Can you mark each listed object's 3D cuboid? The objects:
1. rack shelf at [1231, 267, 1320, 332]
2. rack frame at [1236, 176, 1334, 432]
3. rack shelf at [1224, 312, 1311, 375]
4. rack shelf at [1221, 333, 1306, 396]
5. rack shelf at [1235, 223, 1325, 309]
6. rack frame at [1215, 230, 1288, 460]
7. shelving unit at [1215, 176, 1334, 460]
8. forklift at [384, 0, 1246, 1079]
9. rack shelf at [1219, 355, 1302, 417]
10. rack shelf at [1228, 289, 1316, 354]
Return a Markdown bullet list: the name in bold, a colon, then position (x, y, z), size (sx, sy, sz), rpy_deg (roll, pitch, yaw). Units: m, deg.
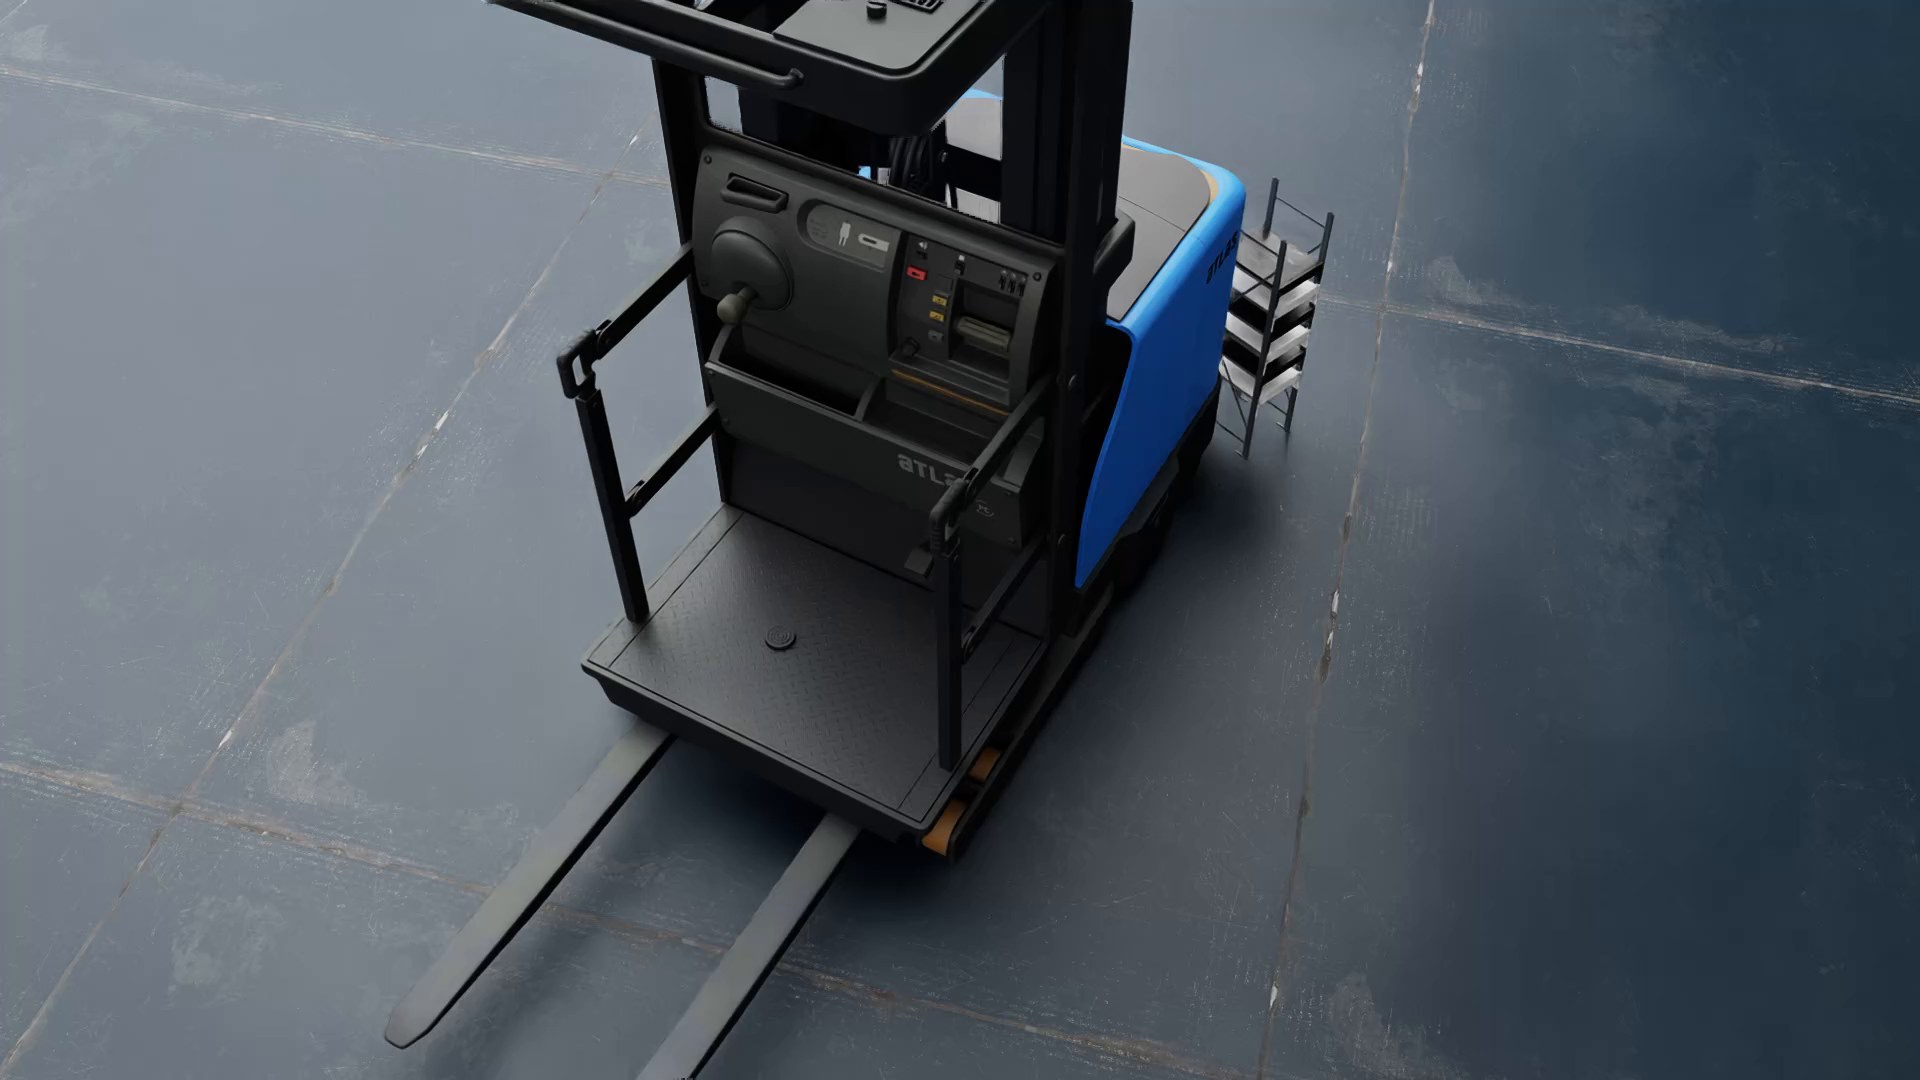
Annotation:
- **rack shelf**: position (0.946, -0.778, 5.141), size (0.200, 0.077, 0.258), rpy_deg (-33, 56, -25)
- **rack frame**: position (1.024, -0.730, 5.294), size (0.006, 0.900, 0.240), rpy_deg (-33, 56, -25)
- **rack shelf**: position (0.946, -0.659, 5.276), size (0.200, 0.077, 0.258), rpy_deg (-33, 56, -25)
- **rack shelf**: position (0.946, -0.599, 5.343), size (0.200, 0.077, 0.258), rpy_deg (-33, 56, -25)
- **rack shelf**: position (0.946, -0.837, 5.073), size (0.200, 0.077, 0.258), rpy_deg (-33, 56, -25)
- **rack frame**: position (0.869, -0.631, 5.207), size (0.006, 0.900, 0.240), rpy_deg (-33, 56, -25)
- **shelving unit**: position (0.946, -0.681, 5.251), size (0.210, 0.900, 0.258), rpy_deg (-33, 56, -25)
- **forklift**: position (-0.328, -0.517, 3.751), size (1.130, 2.935, 3.031), rpy_deg (23, 52, 19)
- **rack shelf**: position (0.946, -0.540, 5.411), size (0.200, 0.077, 0.258), rpy_deg (-33, 56, -25)
- **rack shelf**: position (0.946, -0.718, 5.208), size (0.200, 0.077, 0.258), rpy_deg (-33, 56, -25)
